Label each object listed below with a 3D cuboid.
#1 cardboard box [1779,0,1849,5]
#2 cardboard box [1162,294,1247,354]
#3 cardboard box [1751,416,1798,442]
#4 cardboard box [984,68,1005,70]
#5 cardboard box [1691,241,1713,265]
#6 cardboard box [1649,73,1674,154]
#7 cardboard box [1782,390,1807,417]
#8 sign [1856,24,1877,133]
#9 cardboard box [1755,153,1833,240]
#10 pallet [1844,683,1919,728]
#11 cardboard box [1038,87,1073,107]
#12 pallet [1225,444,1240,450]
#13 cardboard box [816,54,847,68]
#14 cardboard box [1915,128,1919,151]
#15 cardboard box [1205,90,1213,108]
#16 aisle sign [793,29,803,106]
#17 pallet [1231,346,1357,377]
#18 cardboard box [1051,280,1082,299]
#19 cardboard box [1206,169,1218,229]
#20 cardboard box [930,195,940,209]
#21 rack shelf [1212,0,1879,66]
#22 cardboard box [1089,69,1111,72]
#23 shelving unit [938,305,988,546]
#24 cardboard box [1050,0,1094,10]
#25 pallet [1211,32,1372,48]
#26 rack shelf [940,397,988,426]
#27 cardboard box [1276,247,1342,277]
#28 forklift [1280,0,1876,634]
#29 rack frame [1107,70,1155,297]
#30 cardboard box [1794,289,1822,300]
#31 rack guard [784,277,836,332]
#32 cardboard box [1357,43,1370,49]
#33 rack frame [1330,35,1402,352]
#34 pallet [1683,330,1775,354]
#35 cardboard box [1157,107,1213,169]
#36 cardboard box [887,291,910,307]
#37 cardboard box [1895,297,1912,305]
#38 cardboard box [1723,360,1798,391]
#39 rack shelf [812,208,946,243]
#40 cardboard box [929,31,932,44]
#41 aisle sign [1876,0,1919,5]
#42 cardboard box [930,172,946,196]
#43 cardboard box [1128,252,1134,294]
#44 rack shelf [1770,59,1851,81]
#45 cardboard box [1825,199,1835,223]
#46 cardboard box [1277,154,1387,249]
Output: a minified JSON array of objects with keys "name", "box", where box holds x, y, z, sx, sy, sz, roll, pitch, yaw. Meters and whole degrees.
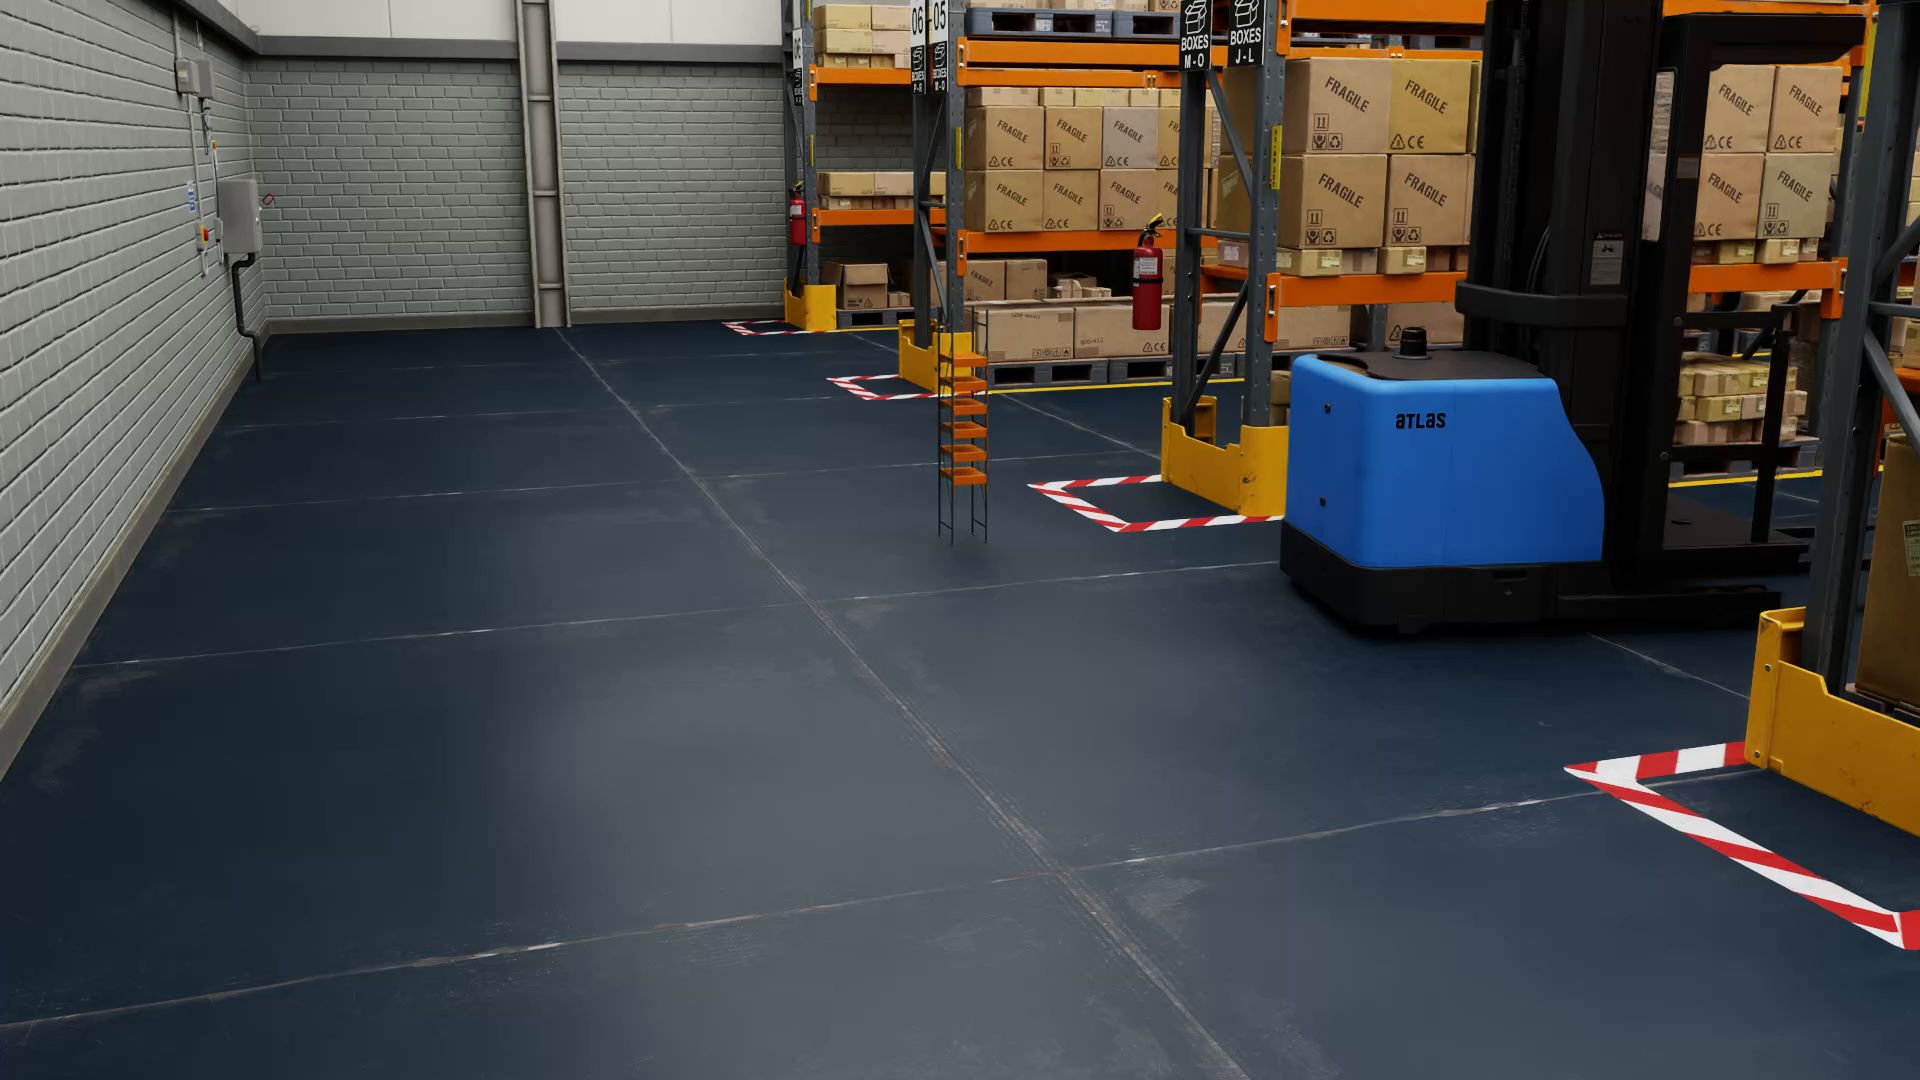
[{"name":"cardboard box","box":[4.902,-3.301,9.880,0.500,0.250,0.500,-4,14,-17]},{"name":"cardboard box","box":[2.129,-1.957,15.017,0.875,0.438,0.875,-5,14,-20]},{"name":"cardboard box","box":[5.018,-0.724,10.456,0.250,0.149,0.380,-4,14,-17]},{"name":"cardboard box","box":[0.324,-5.302,18.512,0.250,0.149,0.380,-4,14,-17]},{"name":"cardboard box","box":[4.337,-1.762,10.111,0.250,0.149,0.380,-5,14,-20]},{"name":"cardboard box","box":[3.944,-2.522,9.743,0.500,0.500,0.500,-4,14,-17]},{"name":"cardboard box","box":[5.084,-0.879,10.467,0.250,0.149,0.380,-4,14,-17]},{"name":"sign","box":[2.816,-1.418,5.108,0.005,0.325,0.100,-4,14,-18]},{"name":"cardboard box","box":[4.913,-2.106,10.154,0.500,0.500,0.500,-4,14,-18]},{"name":"pallet","box":[3.709,0.661,5.408,1.213,0.211,1.003,-4,14,-18]},{"name":"cardboard box","box":[0.749,-3.638,13.677,0.250,0.149,0.380,-4,14,-16]},{"name":"pallet","box":[2.343,-0.416,9.935,1.213,0.211,1.003,-4,14,-18]},{"name":"cardboard box","box":[-1.395,-5.191,18.045,0.250,0.149,0.380,-4,14,-17]},{"name":"cardboard box","box":[9.367,-3.879,16.704,0.500,0.500,0.500,-5,14,-20]},{"name":"cardboard box","box":[1.956,-3.744,14.124,0.250,0.149,0.380,-4,14,-18]},{"name":"aisle sign","box":[-1.742,-5.077,17.885,0.004,0.787,0.394,-4,14,-18]},{"name":"pallet","box":[2.861,-1.693,15.303,1.213,0.211,1.003,-4,14,-18]},{"name":"cardboard box","box":[1.247,-2.919,19.433,0.258,0.266,0.396,-4,14,-16]},{"name":"cardboard box","box":[2.291,-2.967,14.418,0.500,0.500,0.500,-5,14,-19]},{"name":"cardboard box","box":[-0.399,-3.805,18.701,0.250,0.149,0.380,-4,14,-17]},{"name":"rack shelf","box":[3.386,-2.972,9.726,4.000,0.370,1.077,-4,14,-18]},{"name":"cardboard box","box":[1.540,-5.405,18.944,0.250,0.149,0.380,-4,14,-18]},{"name":"shelving unit","box":[0.014,-0.585,8.508,0.189,1.200,0.258,-4,14,-18]},{"name":"cardboard box","box":[0.920,-4.413,13.650,0.250,0.149,0.380,-4,14,-16]},{"name":"pallet","box":[2.828,-4.446,14.563,1.213,0.211,1.003,-4,14,-18]},{"name":"rack shelf","box":[0.014,-0.658,8.491,0.180,0.103,0.258,-4,14,-18]},{"name":"cardboard box","box":[1.902,-1.545,9.197,0.250,0.149,0.380,-5,14,-19]},{"name":"forklift","box":[3.053,-1.170,7.226,3.031,2.935,1.130,-2,14,-8]},{"name":"rack frame","box":[2.020,-4.177,19.719,0.127,3.000,1.000,-4,14,-18]},{"name":"cardboard box","box":[8.633,-2.405,17.043,0.625,0.372,0.950,-5,14,-19]},{"name":"rack guard","box":[-1.699,-2.671,18.791,0.348,0.500,1.175,-4,14,-18]},{"name":"cardboard box","box":[4.821,-5.917,20.015,0.250,0.149,0.380,-4,14,-18]},{"name":"rack frame","box":[3.607,-3.088,15.144,0.127,3.000,1.000,-4,14,-18]},{"name":"pallet","box":[8.139,-2.084,16.949,1.213,0.211,1.003,-4,14,-18]},{"name":"cardboard box","box":[1.807,-3.417,14.151,0.500,0.500,0.500,-4,14,-18]},{"name":"cardboard box","box":[-0.746,-2.746,18.958,0.250,0.149,0.380,-5,14,-20]},{"name":"cardboard box","box":[6.398,-1.508,11.376,0.500,0.250,0.500,-4,14,-15]},{"name":"cardboard box","box":[5.027,-1.033,10.473,0.250,0.149,0.380,-4,14,-16]},{"name":"rack shelf","box":[0.125,-3.679,19.182,4.000,0.370,1.077,-4,14,-18]},{"name":"cardboard box","box":[-0.299,-5.462,18.324,0.500,0.250,0.500,-5,14,-20]},{"name":"aisle sign","box":[2.812,-1.945,4.719,0.004,0.787,0.394,-4,14,-18]},{"name":"cardboard box","box":[-0.298,-4.003,18.670,0.500,0.250,0.500,-5,14,-19]},{"name":"cardboard box","box":[2.391,-3.266,20.385,0.500,0.500,0.500,-5,14,-18]},{"name":"rack shelf","box":[9.293,-4.640,16.742,4.000,0.370,1.077,-4,14,-18]},{"name":"cardboard box","box":[5.595,-2.165,10.897,0.250,0.149,0.380,-5,14,-19]},{"name":"cardboard box","box":[2.004,-1.881,9.208,0.500,0.500,0.500,-4,14,-15]}]
